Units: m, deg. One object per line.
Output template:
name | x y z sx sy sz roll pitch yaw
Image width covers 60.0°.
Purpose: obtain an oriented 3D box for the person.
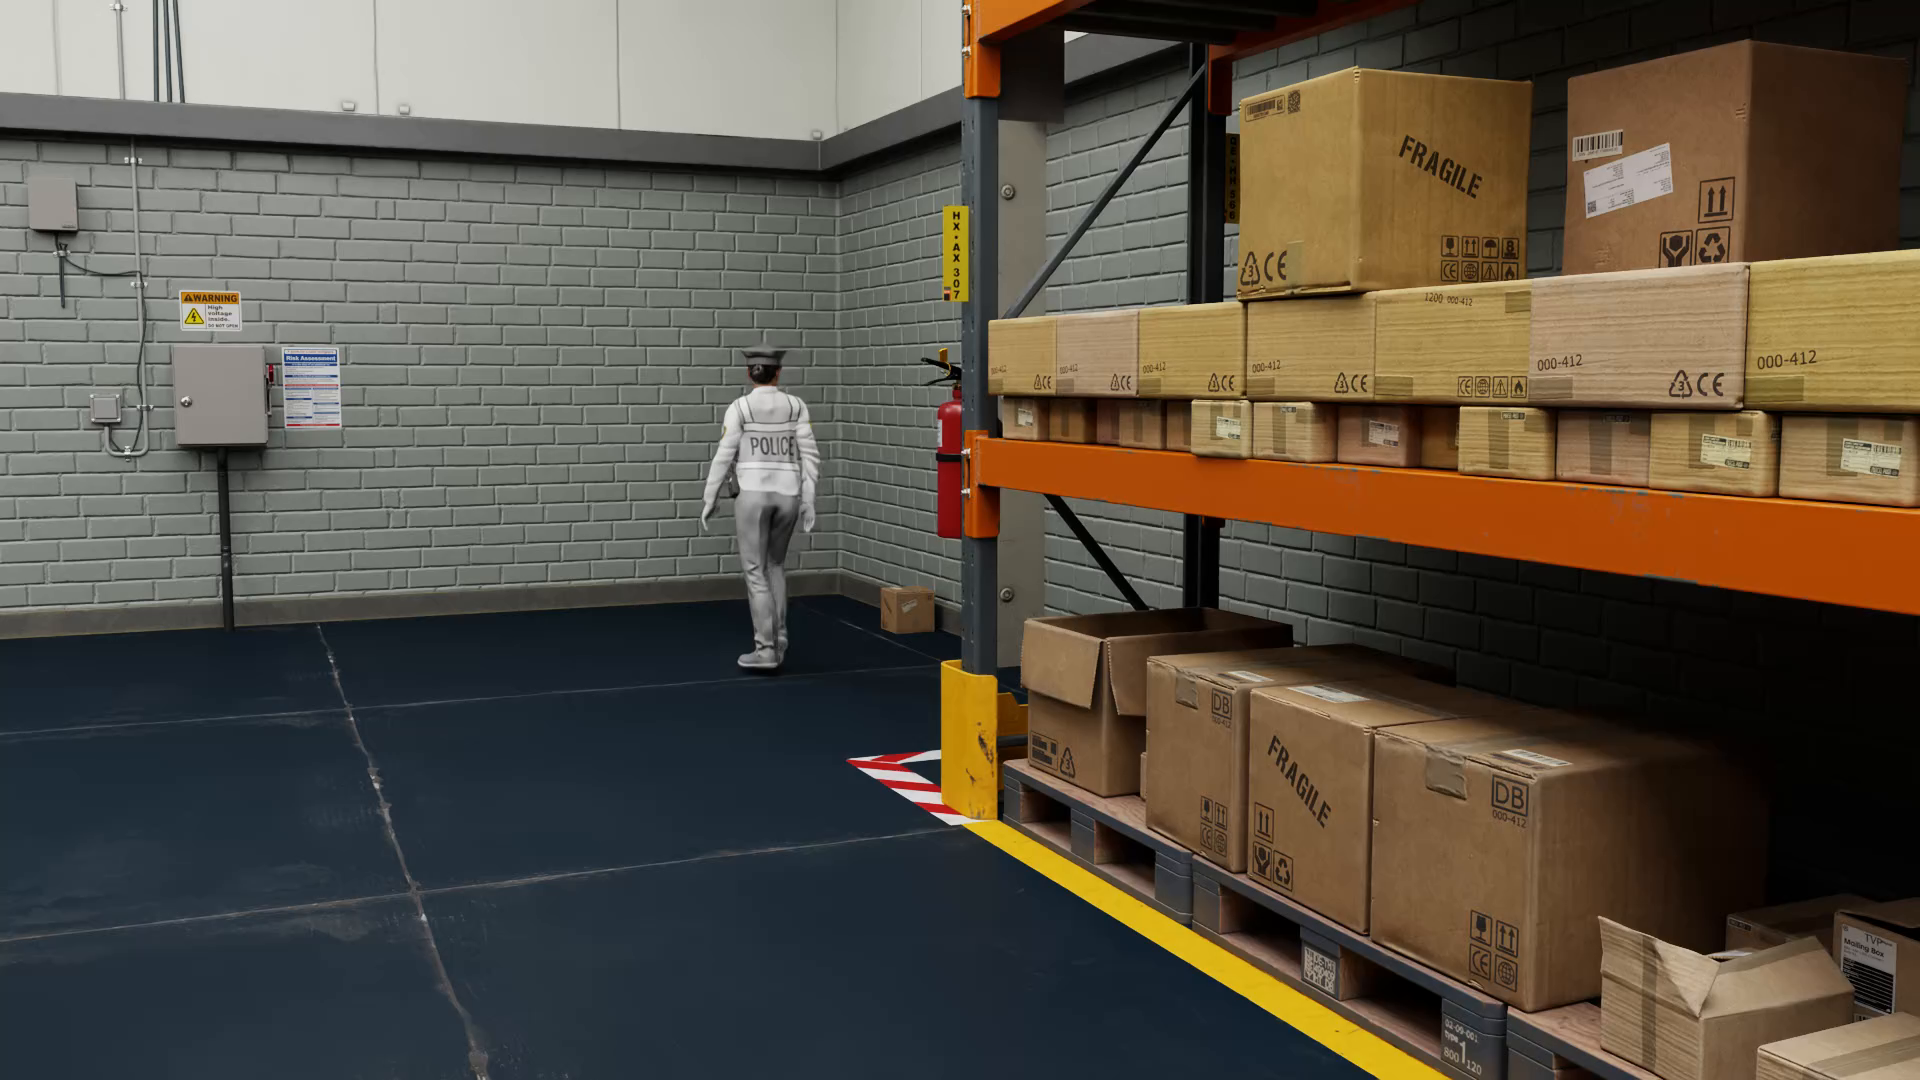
person | -1.016 -0.153 8.575 0.535 1.702 0.465 -4 7 -32
